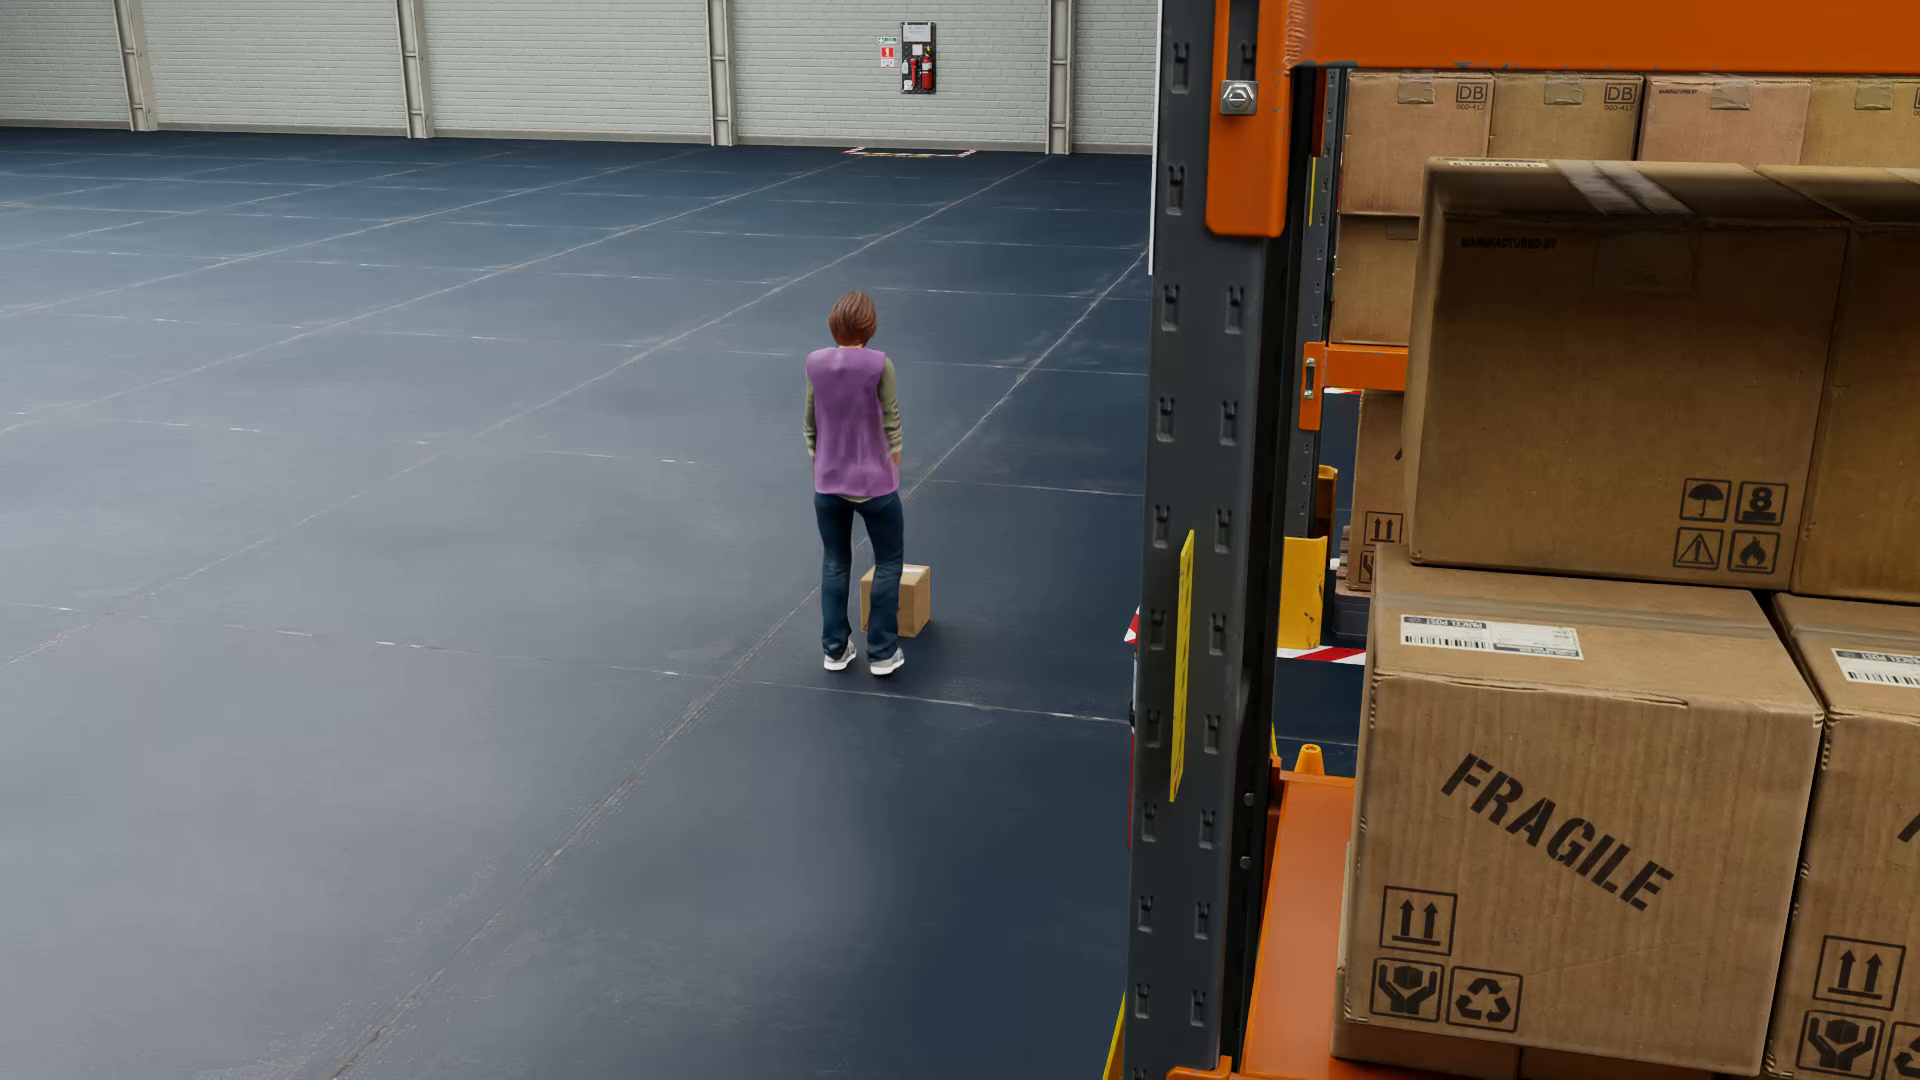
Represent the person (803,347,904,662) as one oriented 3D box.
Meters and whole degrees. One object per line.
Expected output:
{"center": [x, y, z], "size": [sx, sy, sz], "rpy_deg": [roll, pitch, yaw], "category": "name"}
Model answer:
{"center": [-0.442, -0.148, 6.763], "size": [0.420, 1.299, 0.309], "rpy_deg": [5, 19, 15], "category": "person"}
